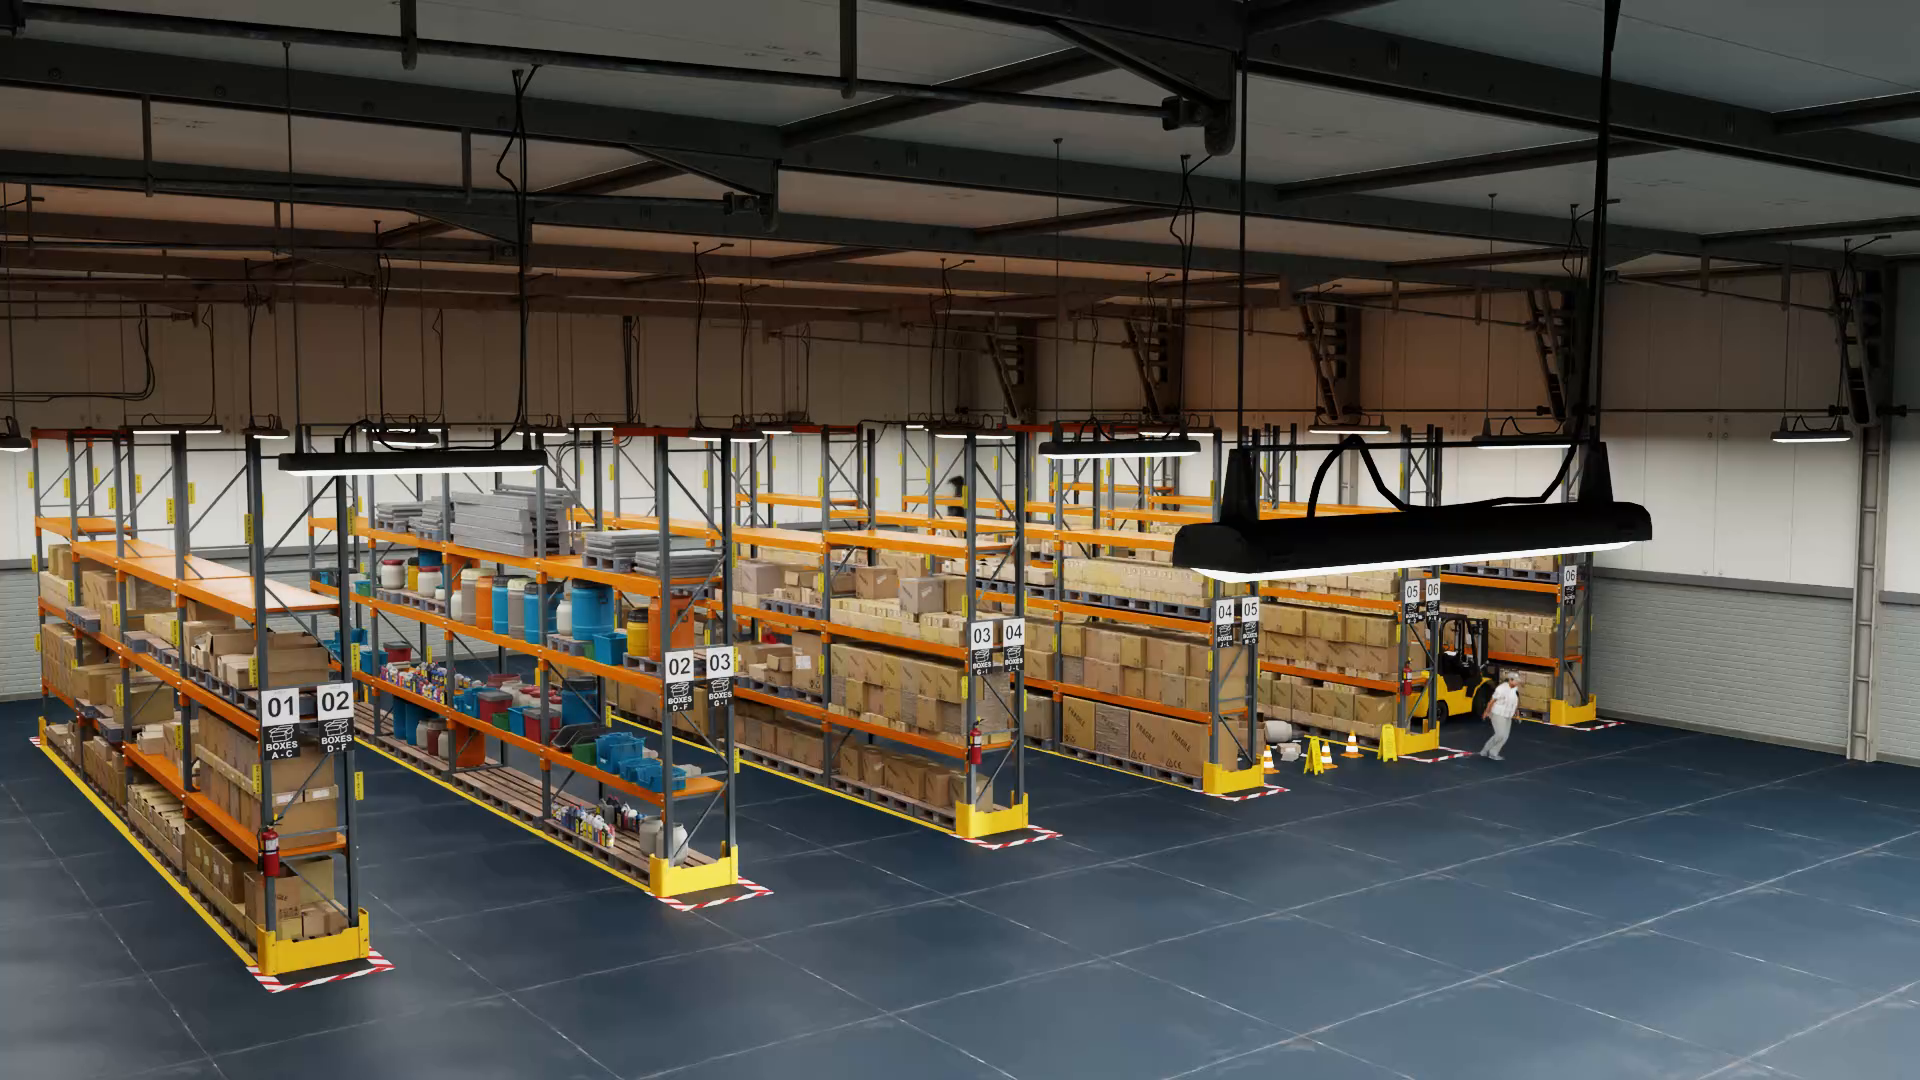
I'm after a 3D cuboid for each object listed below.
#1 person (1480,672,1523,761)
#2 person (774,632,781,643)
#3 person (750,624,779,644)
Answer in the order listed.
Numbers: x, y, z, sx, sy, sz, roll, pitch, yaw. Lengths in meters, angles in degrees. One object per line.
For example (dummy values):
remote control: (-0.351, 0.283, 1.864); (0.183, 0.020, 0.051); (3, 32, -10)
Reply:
person: (9.781, 3.178, 29.976); (0.649, 1.625, 0.610); (-3, 5, -33)
person: (-4.772, 2.206, 41.803); (0.973, 1.666, 0.592); (-2, 5, -29)
person: (-4.180, 2.696, 35.670); (0.762, 1.798, 0.730); (-4, 6, -44)
